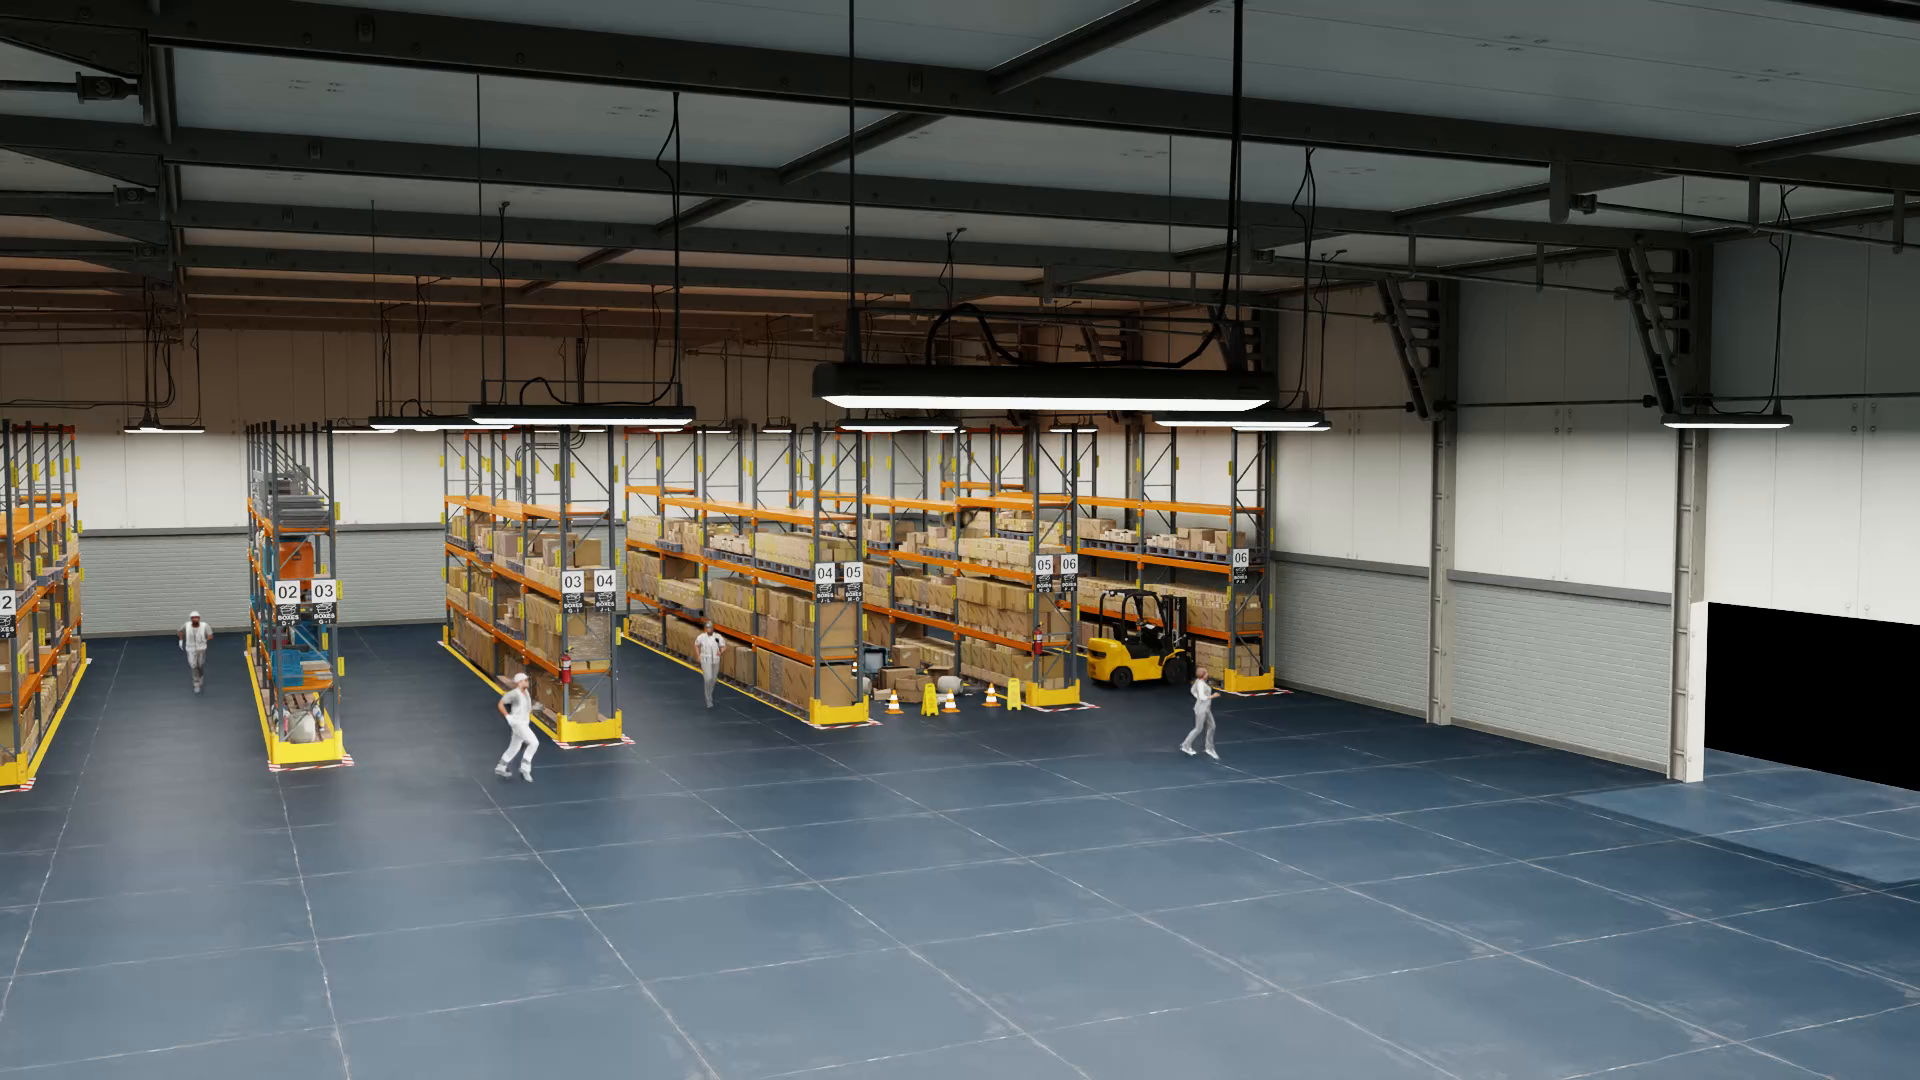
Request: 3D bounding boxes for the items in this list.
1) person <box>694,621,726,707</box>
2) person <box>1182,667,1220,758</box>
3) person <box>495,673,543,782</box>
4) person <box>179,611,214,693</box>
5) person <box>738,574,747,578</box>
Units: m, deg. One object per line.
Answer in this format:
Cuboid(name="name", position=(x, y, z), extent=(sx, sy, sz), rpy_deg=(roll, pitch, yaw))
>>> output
Cuboid(name="person", position=(-5.317, 2.621, 35.491), extent=(0.653, 1.842, 0.797), rpy_deg=(-1, 4, -23))
Cuboid(name="person", position=(4.294, 3.075, 29.554), extent=(0.690, 1.621, 0.518), rpy_deg=(1, 4, 16))
Cuboid(name="person", position=(-7.358, 3.111, 27.687), extent=(0.802, 1.811, 0.634), rpy_deg=(0, 4, 1))
Cuboid(name="person", position=(-17.197, 2.490, 37.464), extent=(0.711, 1.795, 1.037), rpy_deg=(-1, 4, -21))
Cuboid(name="person", position=(-6.539, 1.744, 50.602), extent=(0.693, 1.653, 0.606), rpy_deg=(-2, 4, -34))
